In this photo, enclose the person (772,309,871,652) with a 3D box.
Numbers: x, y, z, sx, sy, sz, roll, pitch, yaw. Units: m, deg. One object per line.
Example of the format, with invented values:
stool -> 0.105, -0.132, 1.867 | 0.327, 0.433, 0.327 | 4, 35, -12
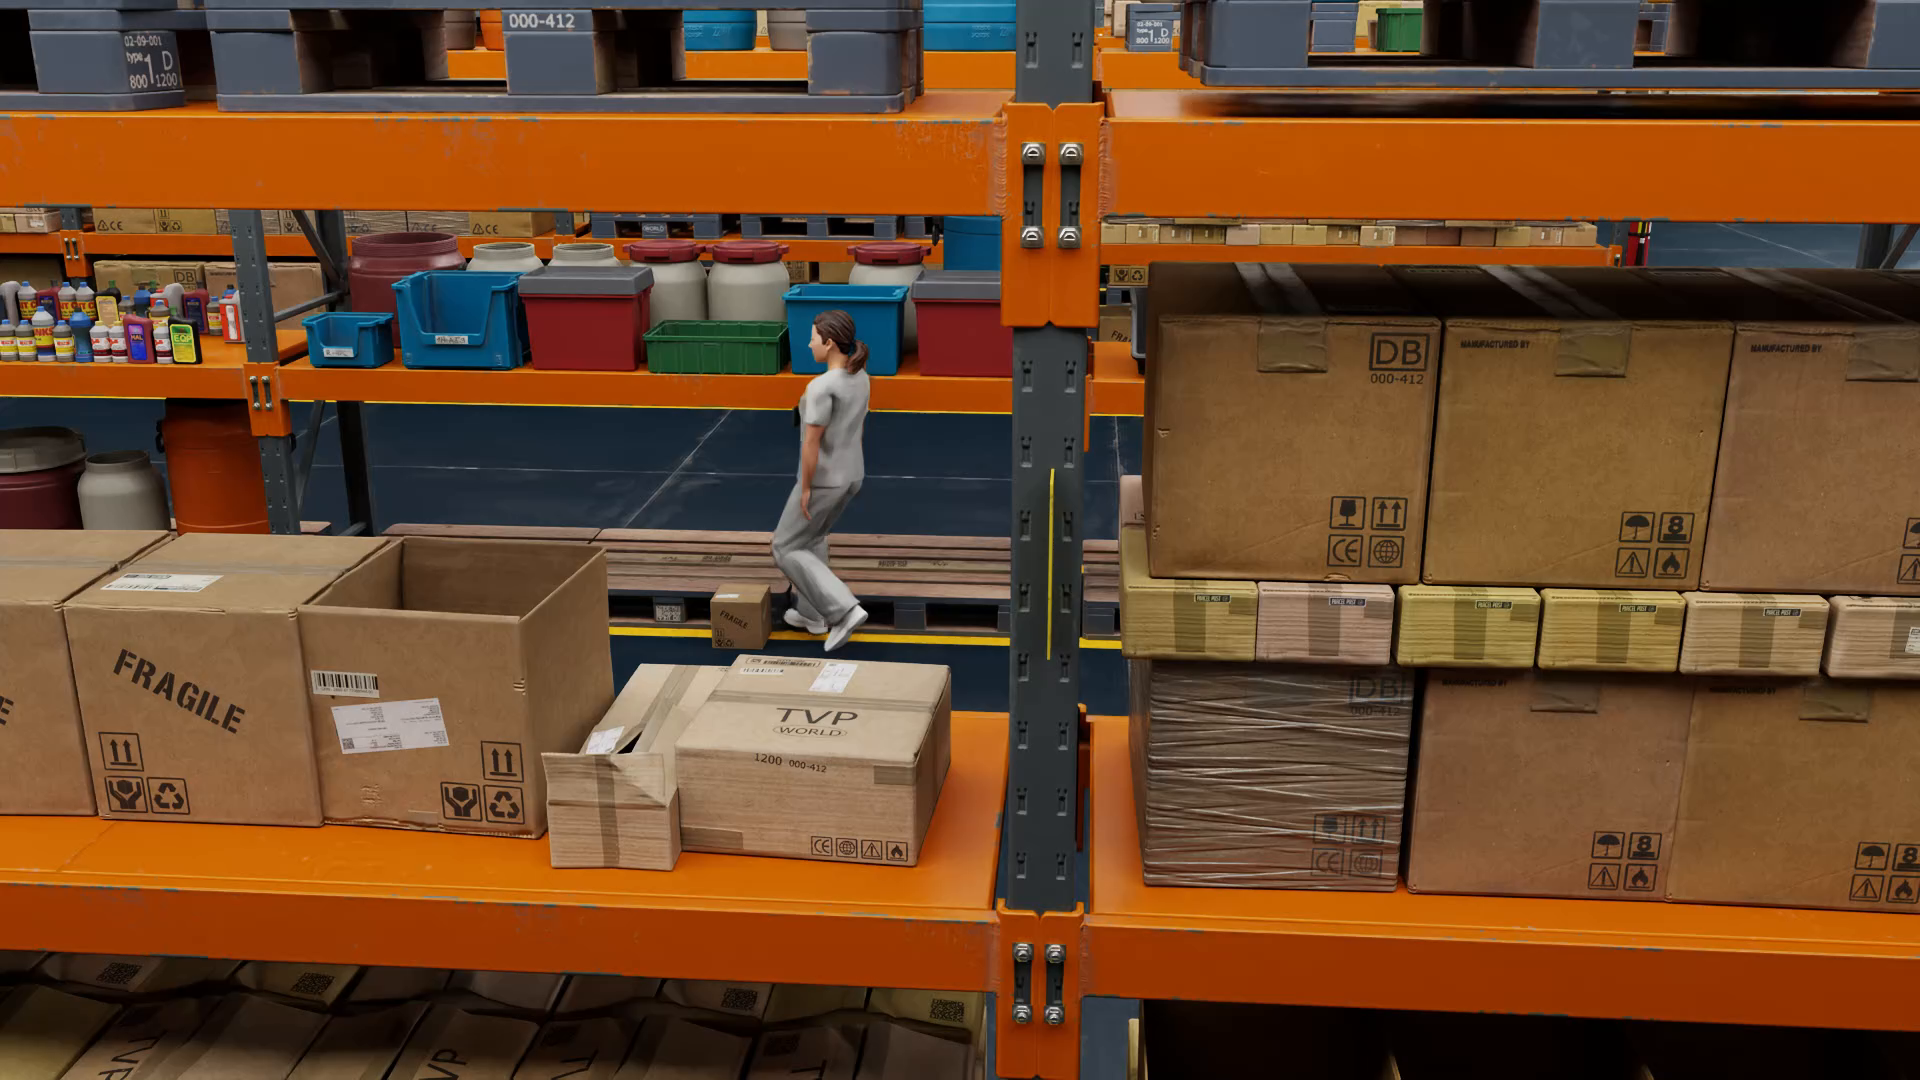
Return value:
person -> -0.657, -0.296, 7.924 | 0.651, 1.627, 0.479 | 11, 21, 31
